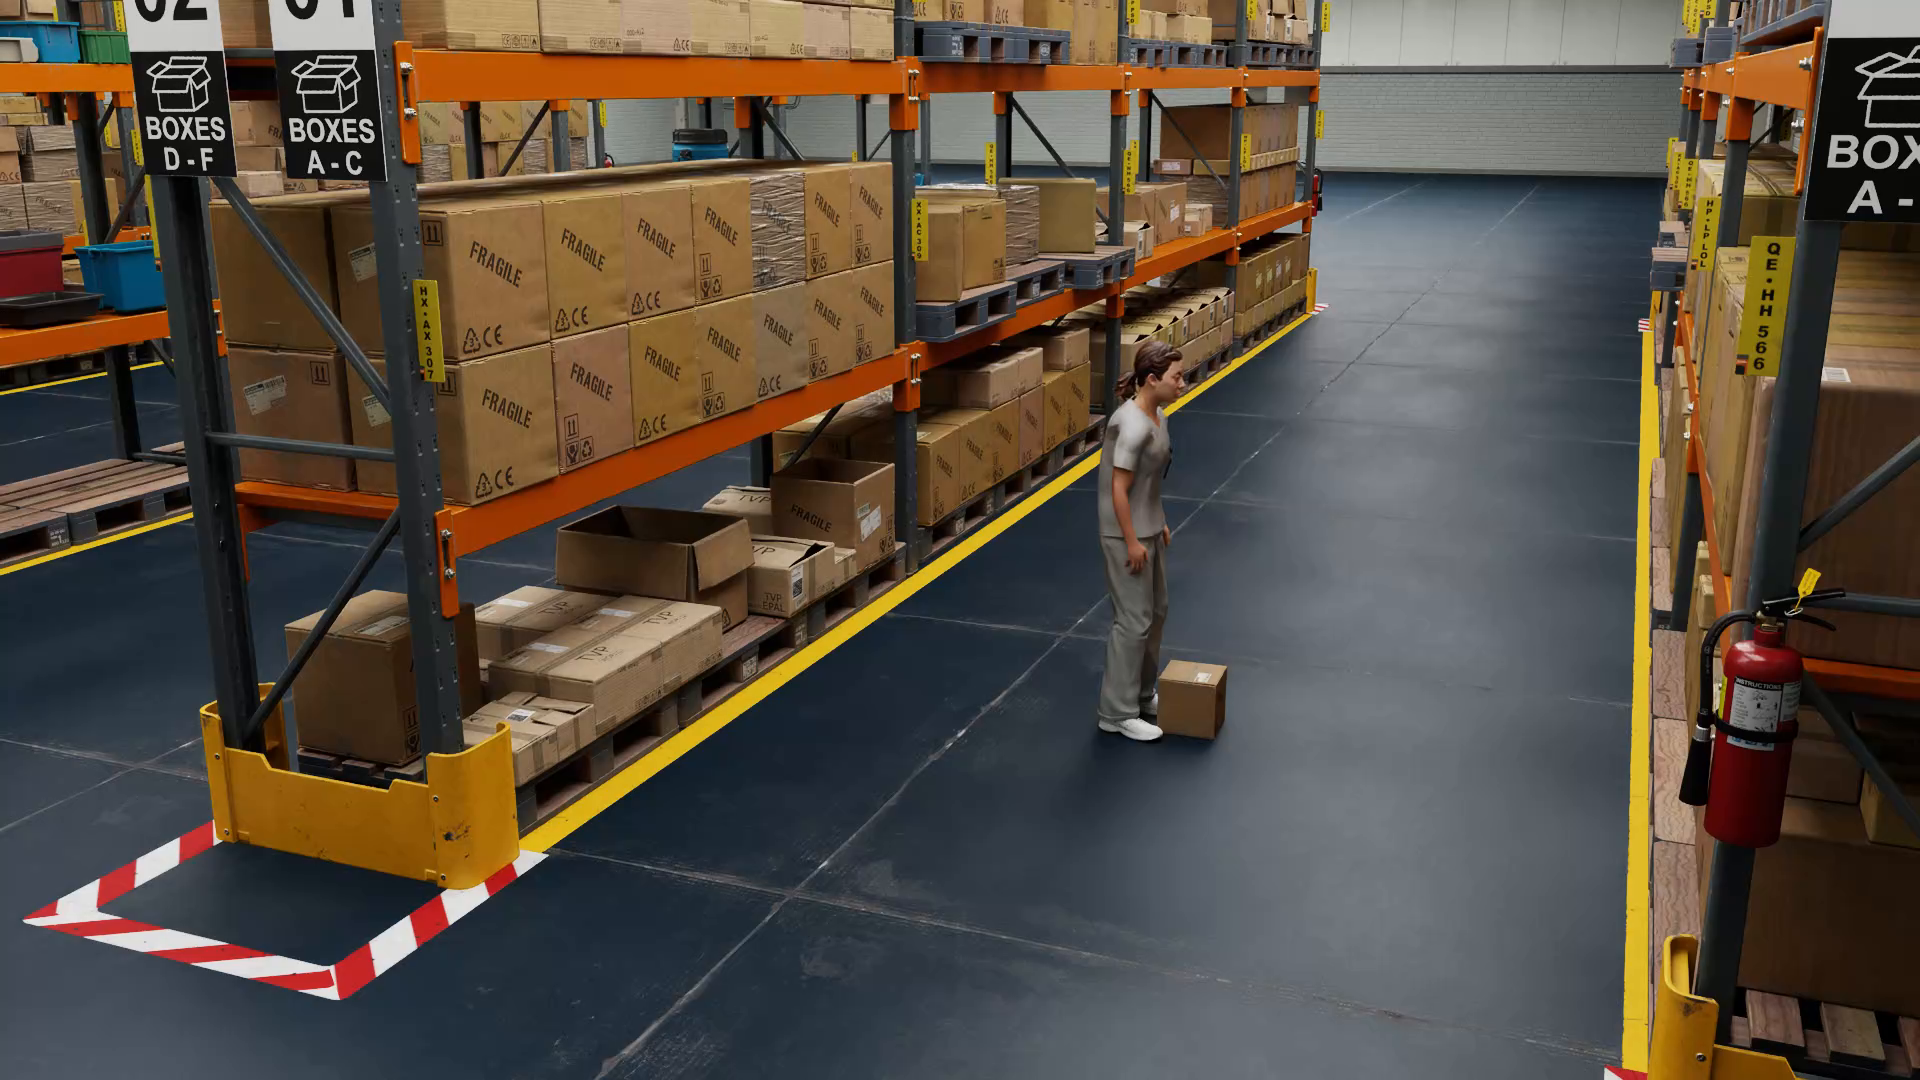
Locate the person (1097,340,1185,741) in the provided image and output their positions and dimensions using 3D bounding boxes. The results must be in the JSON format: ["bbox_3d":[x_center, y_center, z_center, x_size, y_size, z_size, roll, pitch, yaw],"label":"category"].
[{"bbox_3d":[0.771,-0.017,7.085,0.357,1.673,0.486,6,17,21],"label":"person"}]
